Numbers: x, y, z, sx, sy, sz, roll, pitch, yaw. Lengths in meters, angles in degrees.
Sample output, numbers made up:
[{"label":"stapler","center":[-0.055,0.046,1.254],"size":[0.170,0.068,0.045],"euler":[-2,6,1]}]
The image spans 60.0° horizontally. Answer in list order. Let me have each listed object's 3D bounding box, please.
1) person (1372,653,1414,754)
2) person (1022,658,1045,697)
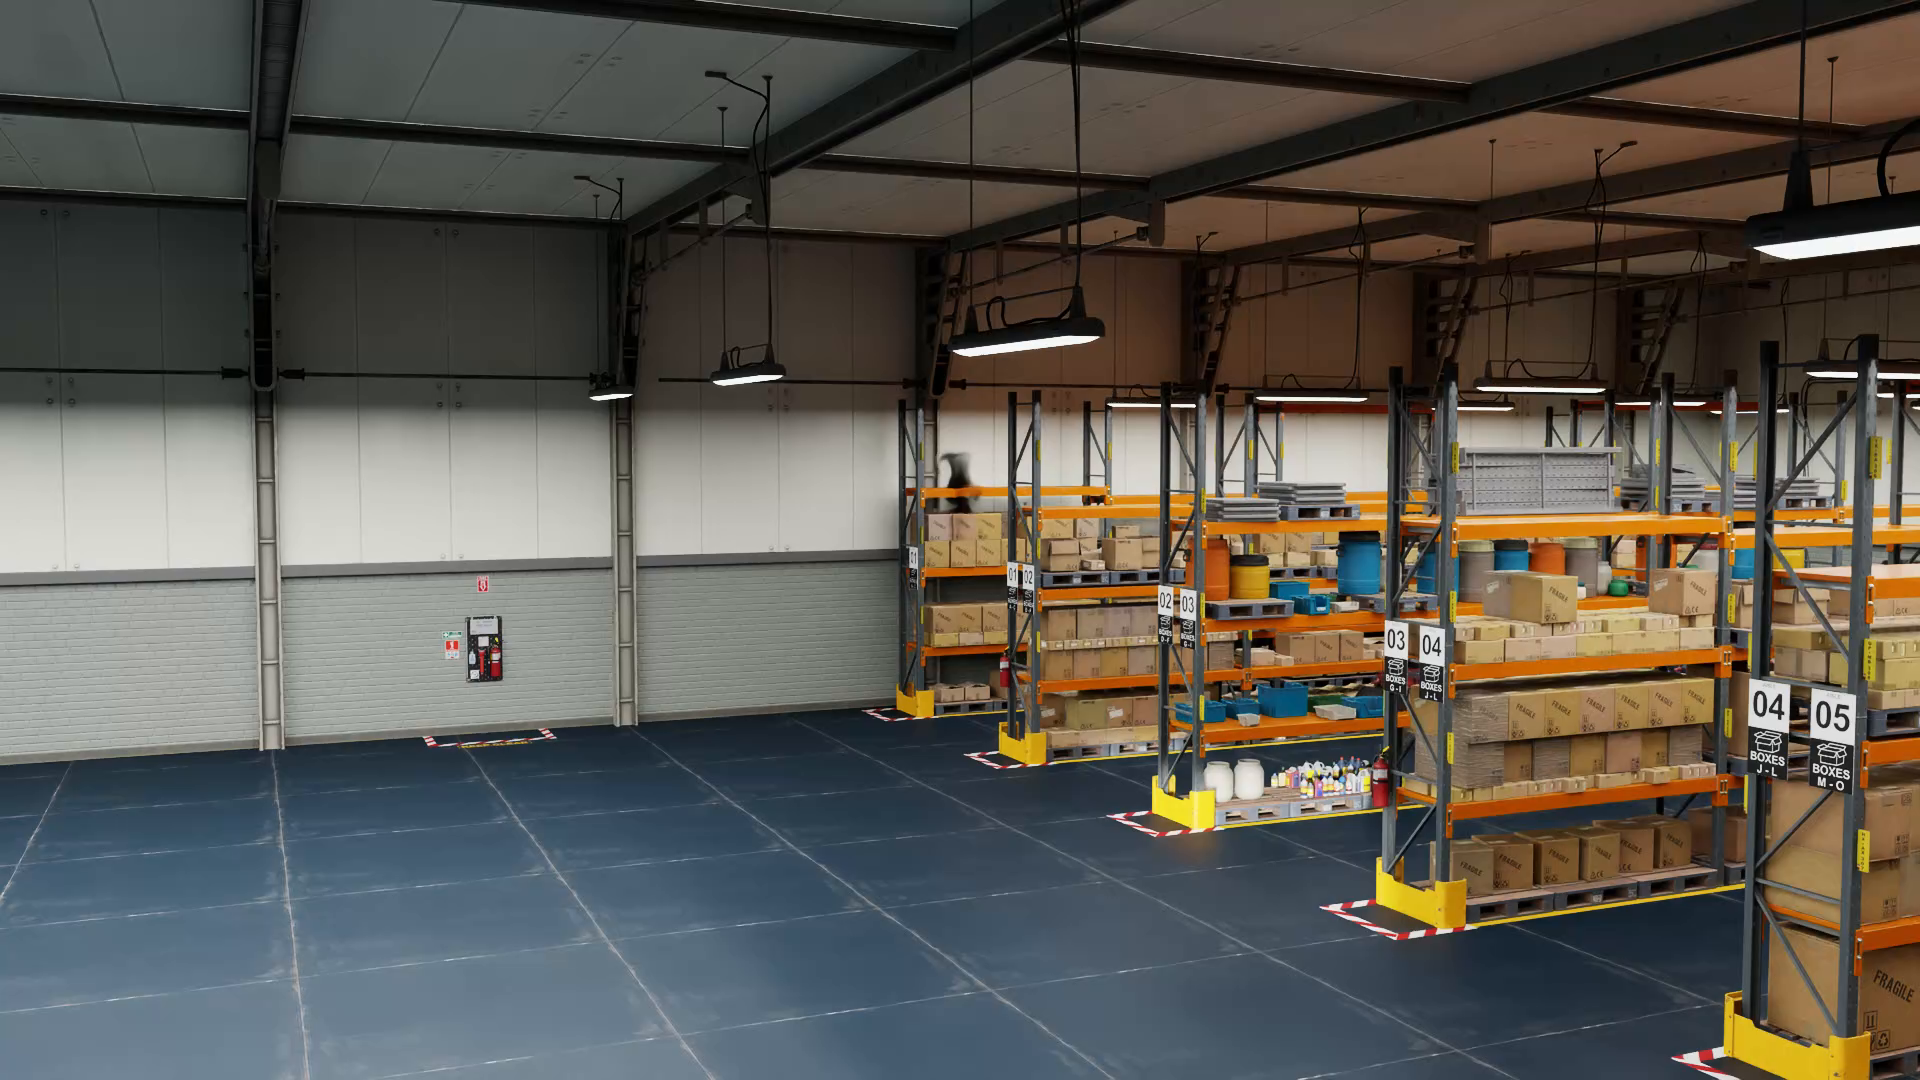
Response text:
[{"label":"person","center":[7.264,2.691,27.721],"size":[0.929,1.778,0.678],"euler":[-2,4,-29]},{"label":"person","center":[1.365,2.577,29.398],"size":[0.654,1.733,0.736],"euler":[-2,4,-34]}]
